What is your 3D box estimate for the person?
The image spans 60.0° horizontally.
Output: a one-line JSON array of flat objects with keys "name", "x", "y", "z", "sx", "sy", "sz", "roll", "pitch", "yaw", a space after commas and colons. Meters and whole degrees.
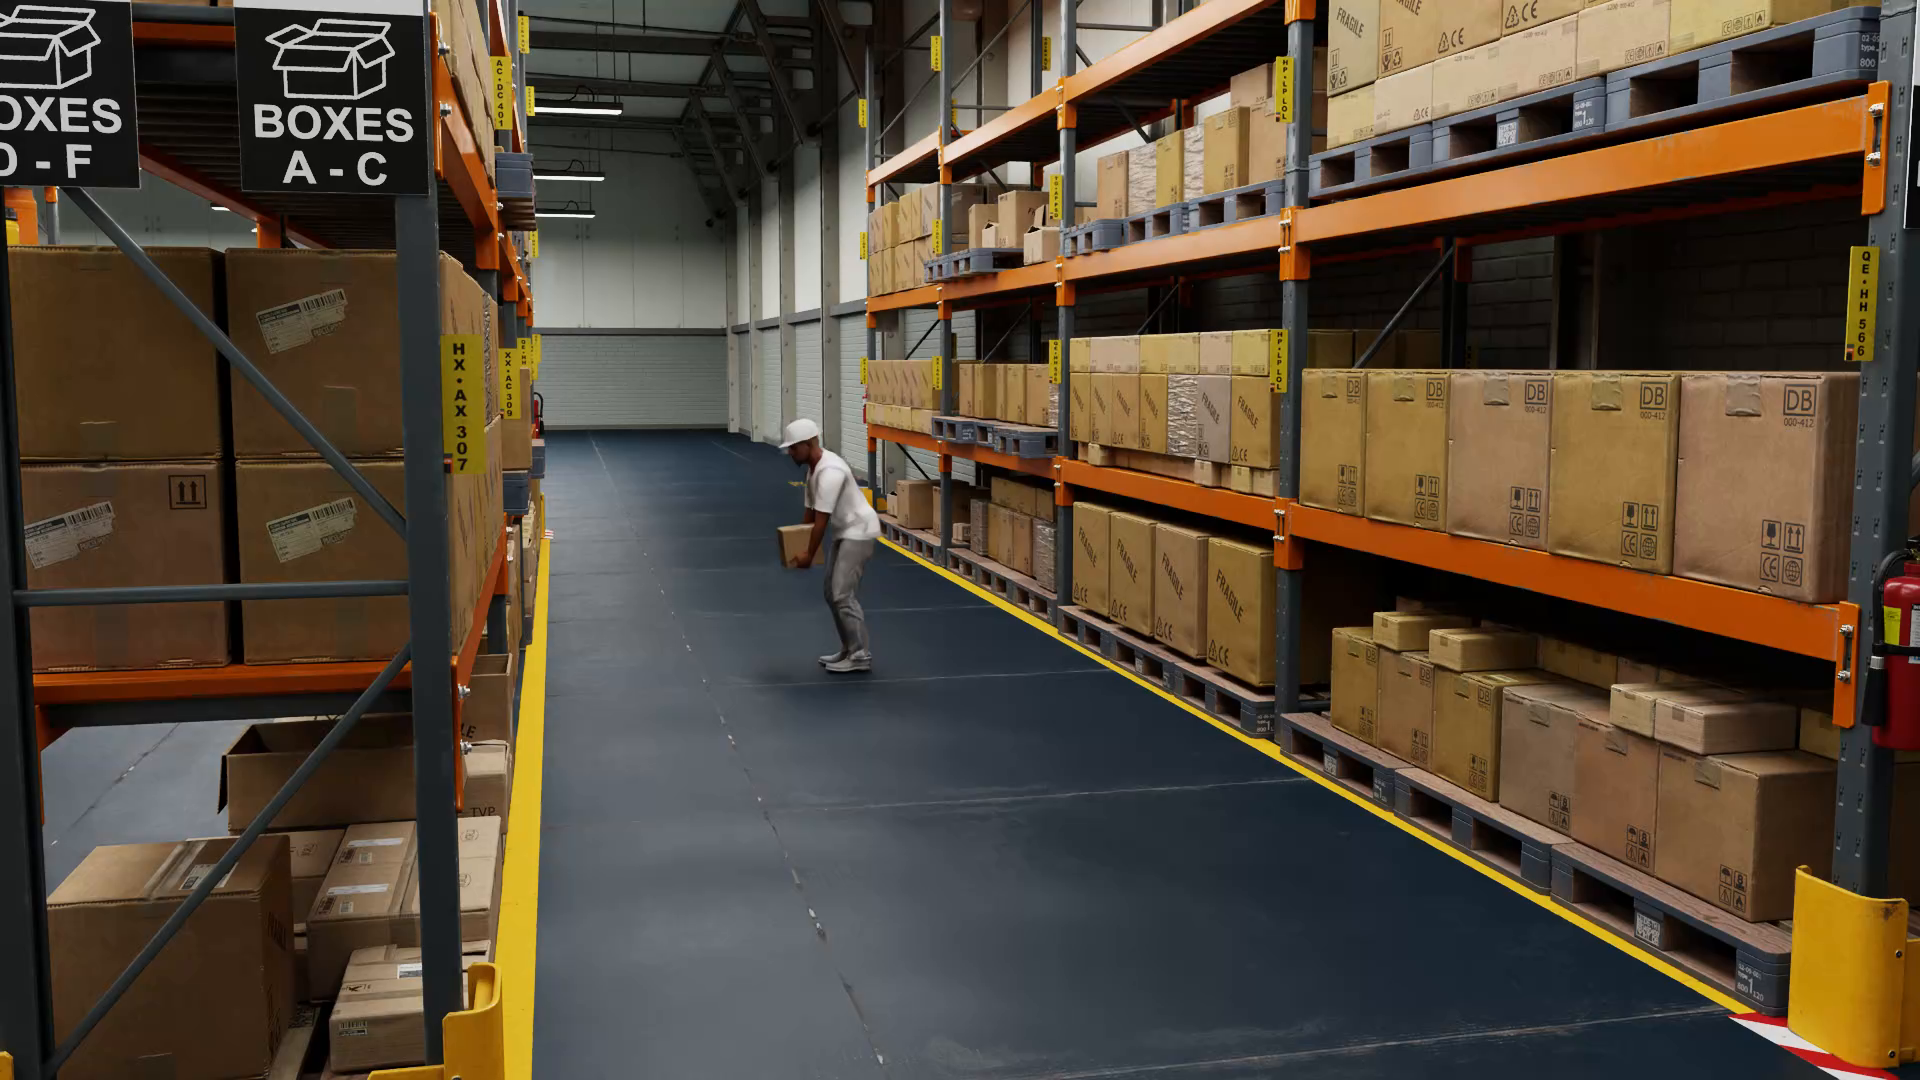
[{"name": "person", "x": -0.859, "y": 0.031, "z": 11.005, "sx": 0.670, "sy": 1.669, "sz": 0.492, "roll": -2, "pitch": 6, "yaw": -15}]
